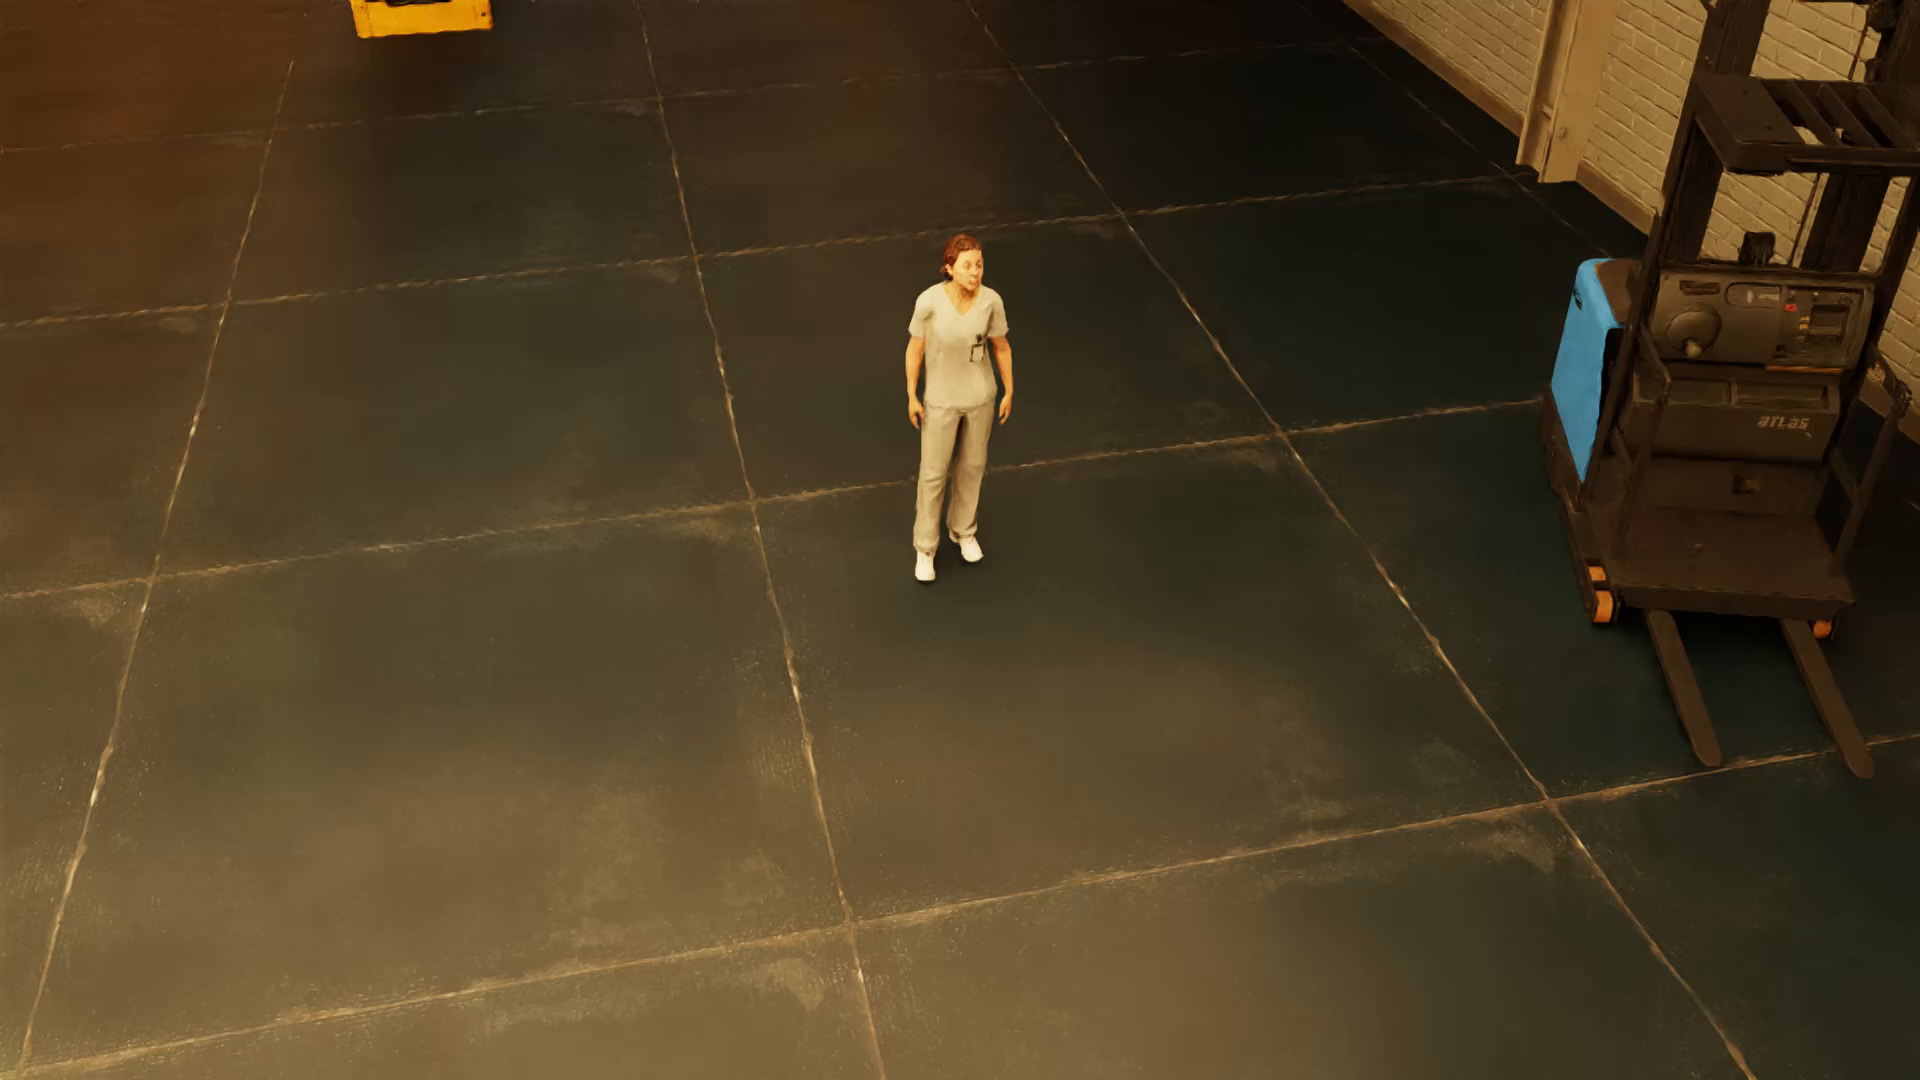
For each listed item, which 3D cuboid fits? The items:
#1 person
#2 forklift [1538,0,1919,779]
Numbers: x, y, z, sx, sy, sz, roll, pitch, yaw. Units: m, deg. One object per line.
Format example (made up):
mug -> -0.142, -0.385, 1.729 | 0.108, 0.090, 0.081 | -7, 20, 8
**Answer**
person -> 0.004, -0.638, 8.008 | 0.550, 1.664, 0.548 | -8, 36, -11
forklift -> 3.603, -0.933, 7.347 | 1.130, 2.935, 3.031 | 4, 36, 6
